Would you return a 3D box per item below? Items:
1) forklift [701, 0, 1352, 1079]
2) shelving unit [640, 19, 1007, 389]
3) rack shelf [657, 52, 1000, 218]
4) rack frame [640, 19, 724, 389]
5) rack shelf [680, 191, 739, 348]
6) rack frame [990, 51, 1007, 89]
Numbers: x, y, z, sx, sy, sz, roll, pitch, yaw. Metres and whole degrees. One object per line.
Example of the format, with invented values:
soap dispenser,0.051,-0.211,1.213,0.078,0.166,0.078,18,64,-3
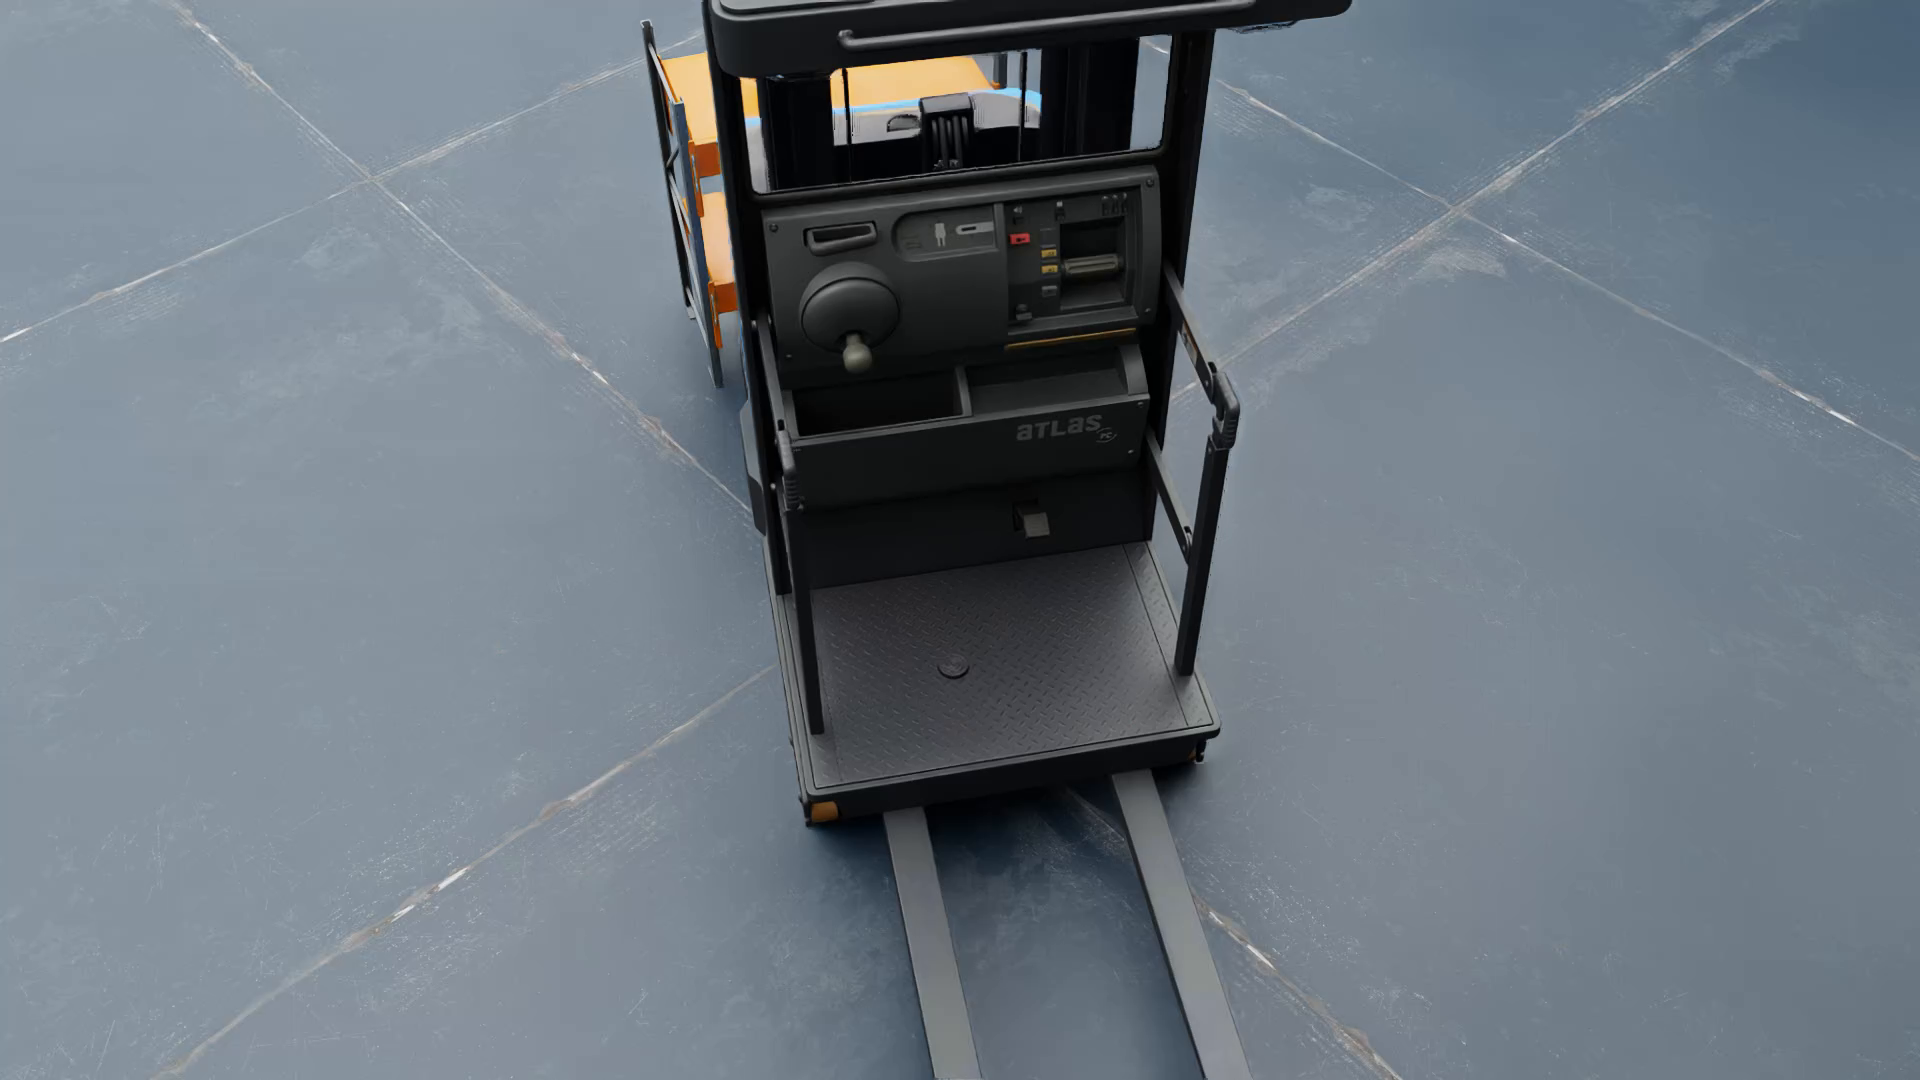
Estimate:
forklift,0.059,-0.528,3.743,1.130,2.935,3.031,-8,48,-8
shelving unit,-0.429,-1.201,5.593,1.048,1.125,0.538,-14,49,-13
rack shelf,-0.429,-1.400,5.378,1.000,0.278,0.538,-14,49,-13
rack frame,-0.910,-1.080,5.481,0.032,1.125,0.500,-14,49,-13
rack shelf,-0.429,-1.036,5.773,1.000,0.278,0.538,-14,49,-13
rack frame,0.052,-1.323,5.705,0.032,1.125,0.500,-14,49,-13
